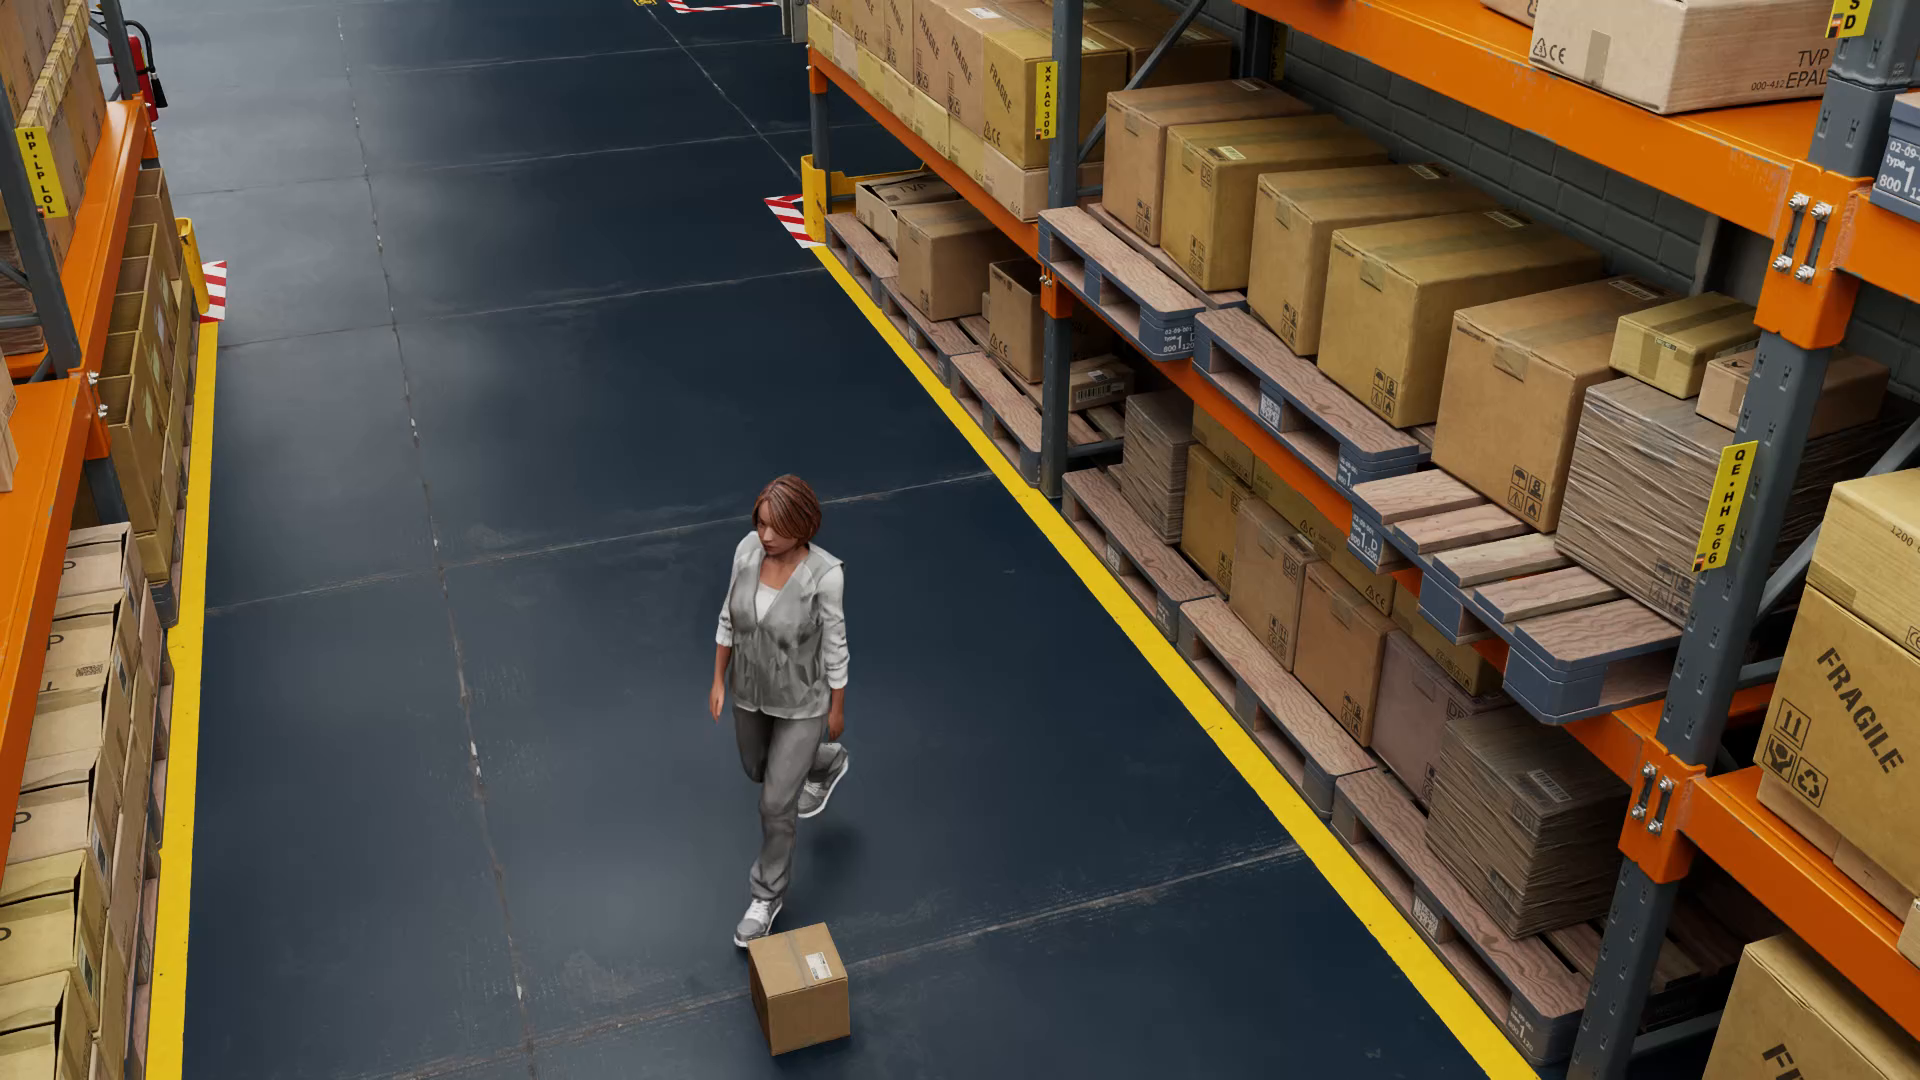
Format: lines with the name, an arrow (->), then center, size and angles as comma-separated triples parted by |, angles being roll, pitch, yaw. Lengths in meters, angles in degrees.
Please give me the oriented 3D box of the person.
person -> -0.639, 0.601, 5.123 | 0.434, 1.583, 0.615 | -10, 32, -17
